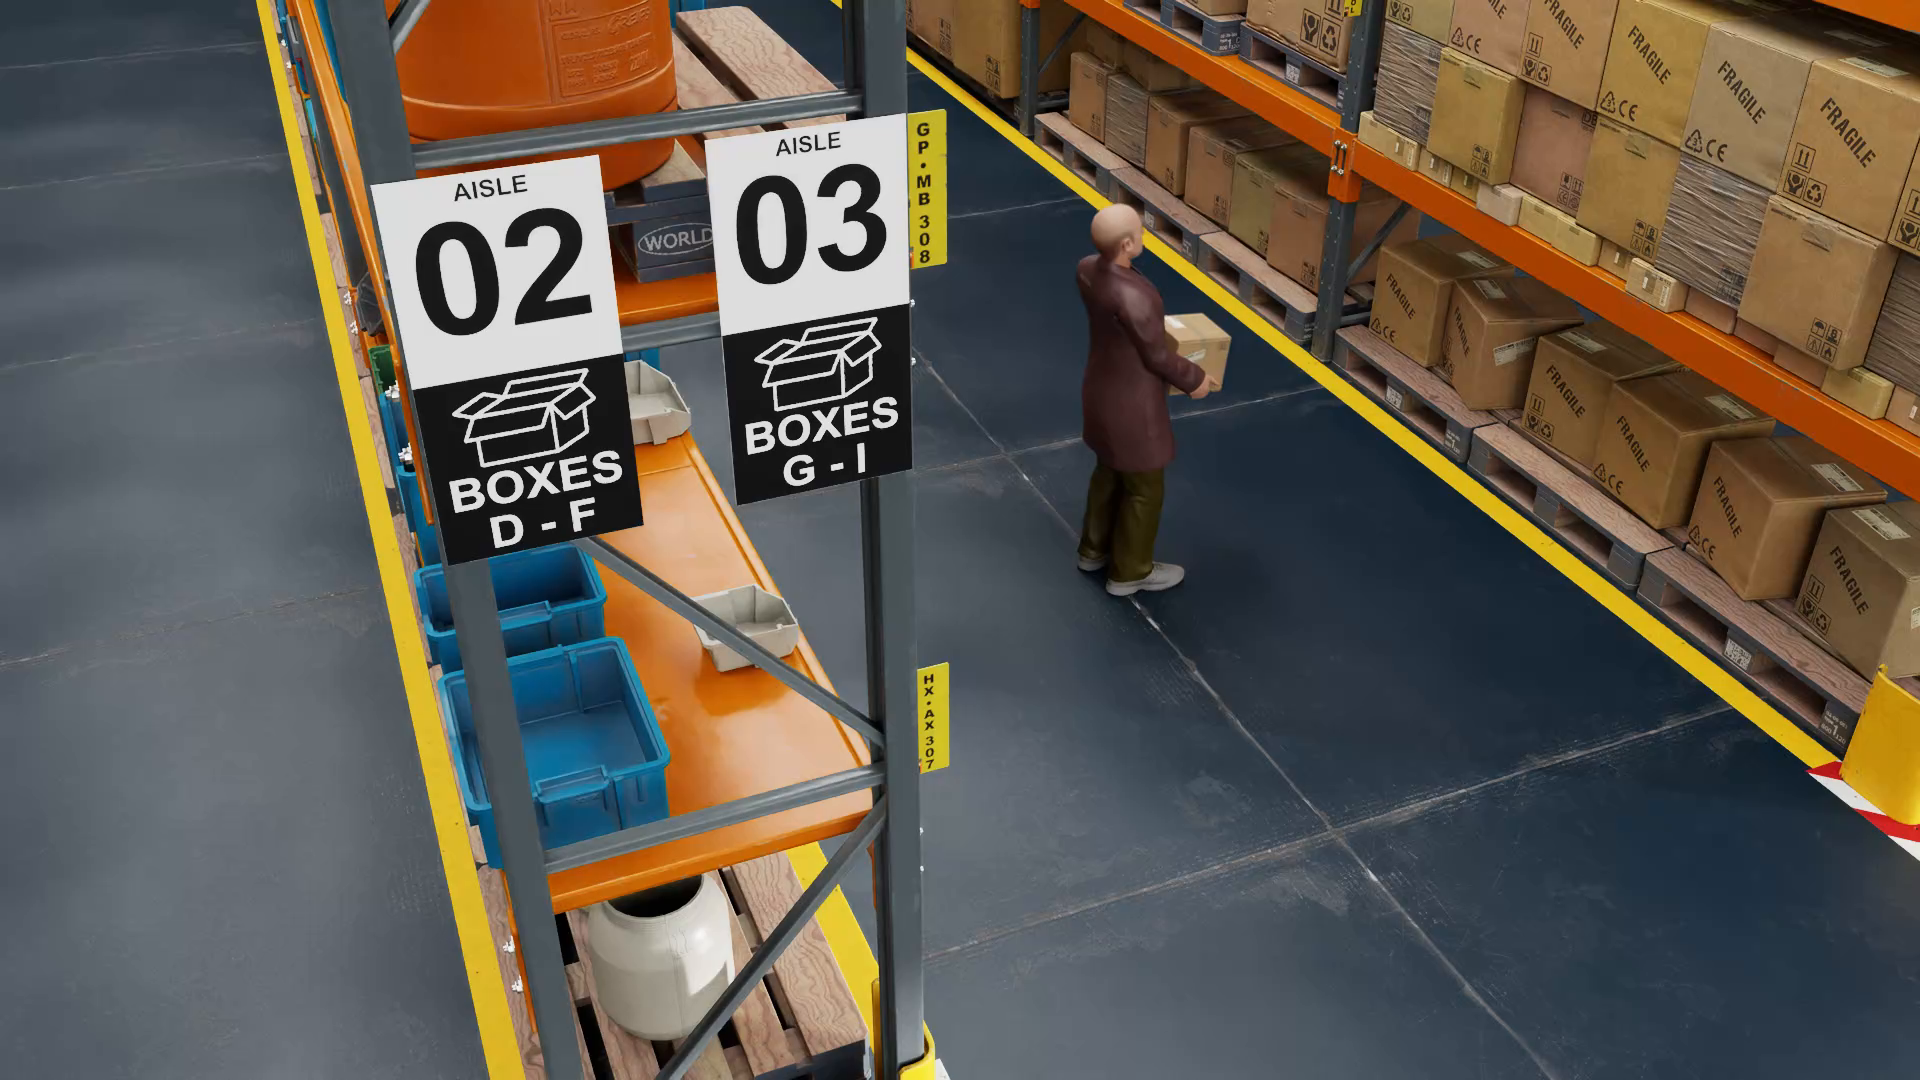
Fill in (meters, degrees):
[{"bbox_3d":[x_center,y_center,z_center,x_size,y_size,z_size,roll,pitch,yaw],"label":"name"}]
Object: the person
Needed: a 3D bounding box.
[{"bbox_3d":[0.784,-0.604,7.084,0.553,1.771,0.527,-12,35,-18],"label":"person"}]
